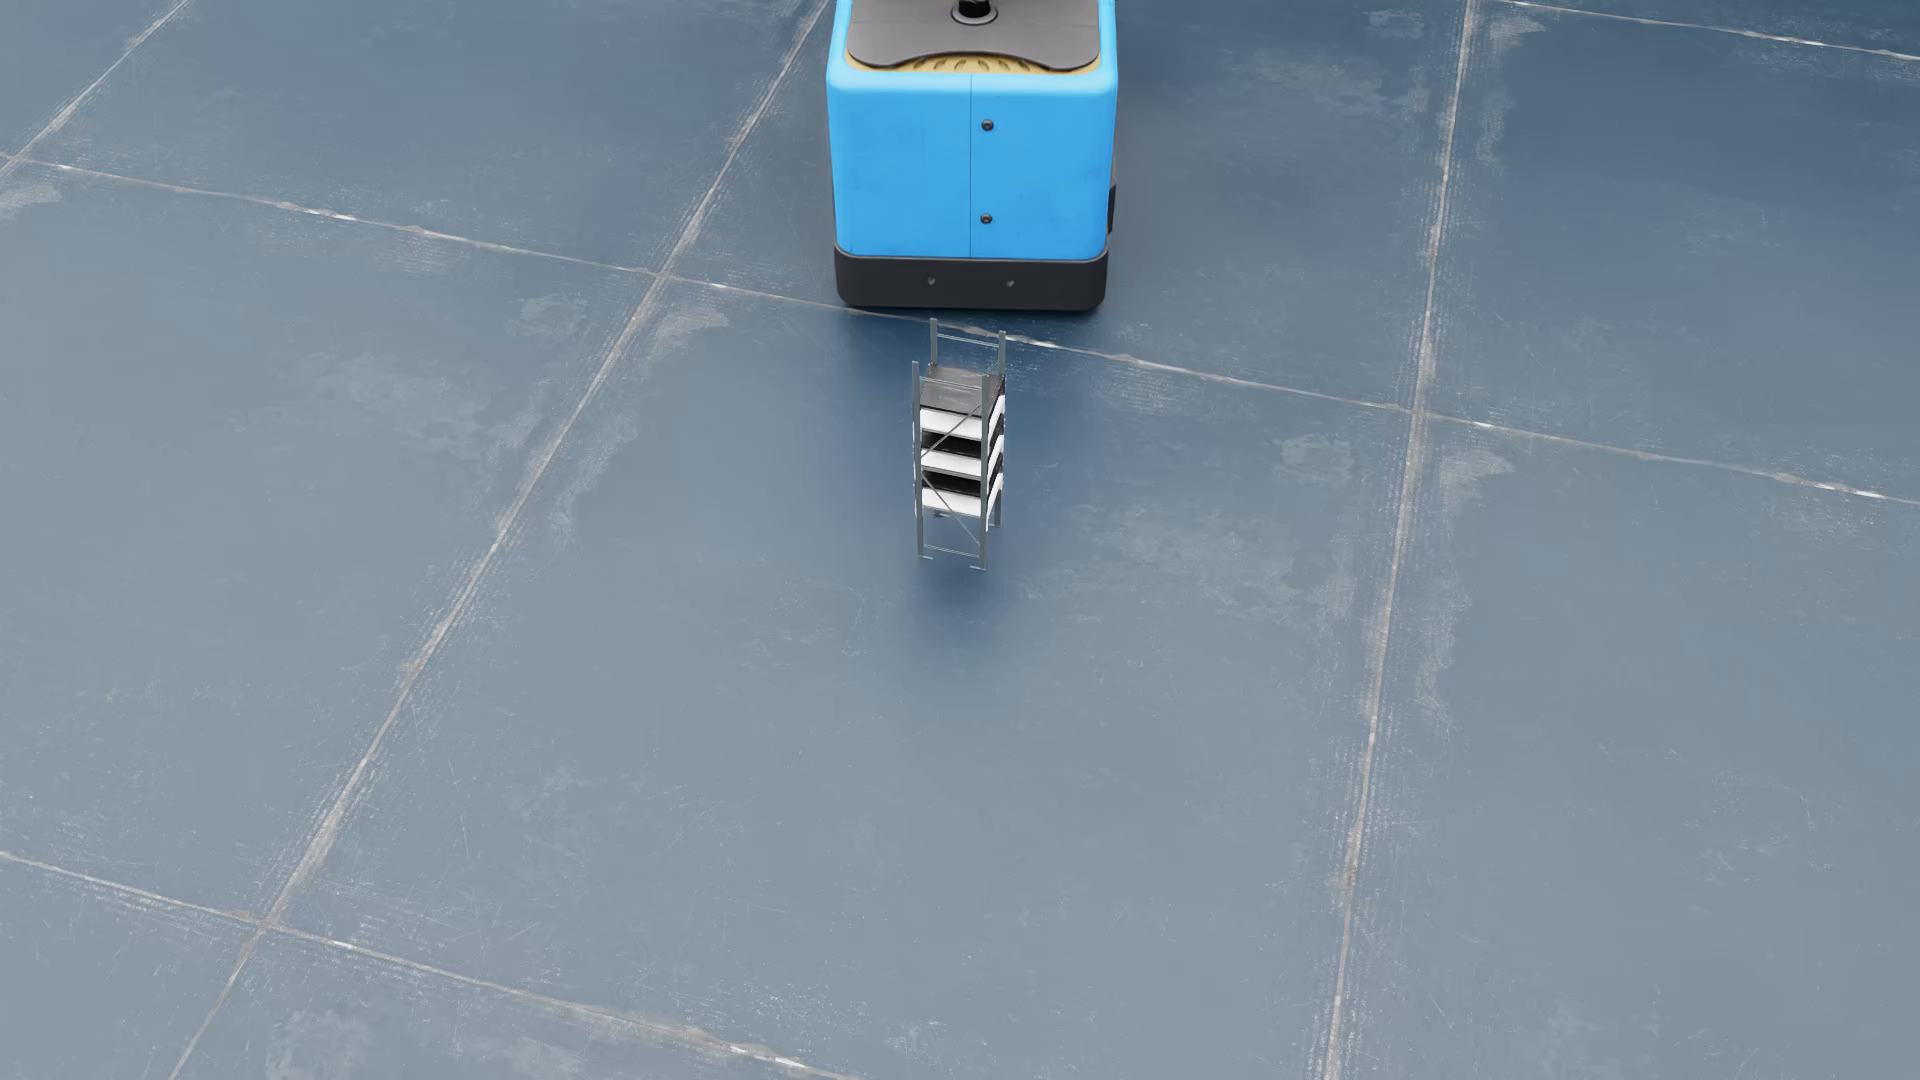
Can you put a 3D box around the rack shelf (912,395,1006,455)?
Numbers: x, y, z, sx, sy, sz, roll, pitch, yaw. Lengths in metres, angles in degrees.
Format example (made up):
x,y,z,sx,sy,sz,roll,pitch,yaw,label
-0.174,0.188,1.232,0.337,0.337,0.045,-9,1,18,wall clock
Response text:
x,y,z,sx,sy,sz,roll,pitch,yaw,label
-0.002,-0.389,5.297,0.258,0.077,0.200,12,50,10,rack shelf

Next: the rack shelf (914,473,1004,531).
x,y,z,sx,sy,sz,roll,pitch,yaw,label
-0.002,-0.151,5.567,0.258,0.077,0.200,12,50,10,rack shelf

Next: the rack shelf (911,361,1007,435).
x,y,z,sx,sy,sz,roll,pitch,yaw,label
-0.002,-0.449,5.230,0.258,0.077,0.200,12,50,10,rack shelf

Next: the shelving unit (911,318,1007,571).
x,y,z,sx,sy,sz,roll,pitch,yaw,label
-0.002,-0.292,5.407,0.258,0.900,0.210,12,50,10,shelving unit

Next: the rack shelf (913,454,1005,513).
x,y,z,sx,sy,sz,roll,pitch,yaw,label
-0.002,-0.210,5.500,0.258,0.077,0.200,12,50,10,rack shelf

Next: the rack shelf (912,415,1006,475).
x,y,z,sx,sy,sz,roll,pitch,yaw,label
-0.002,-0.329,5.365,0.258,0.077,0.200,12,50,10,rack shelf

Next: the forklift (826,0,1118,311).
x,y,z,sx,sy,sz,roll,pitch,yaw,label
0.089,-2.953,6.402,1.130,2.935,3.031,1,49,1,forklift

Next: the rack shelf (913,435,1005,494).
x,y,z,sx,sy,sz,roll,pitch,yaw,label
-0.002,-0.270,5.432,0.258,0.077,0.200,12,50,10,rack shelf

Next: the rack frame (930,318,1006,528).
x,y,z,sx,sy,sz,roll,pitch,yaw,label
0.025,-0.365,5.472,0.240,0.900,0.006,12,50,10,rack frame

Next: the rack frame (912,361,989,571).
x,y,z,sx,sy,sz,roll,pitch,yaw,label
-0.029,-0.218,5.343,0.240,0.900,0.006,12,50,10,rack frame
